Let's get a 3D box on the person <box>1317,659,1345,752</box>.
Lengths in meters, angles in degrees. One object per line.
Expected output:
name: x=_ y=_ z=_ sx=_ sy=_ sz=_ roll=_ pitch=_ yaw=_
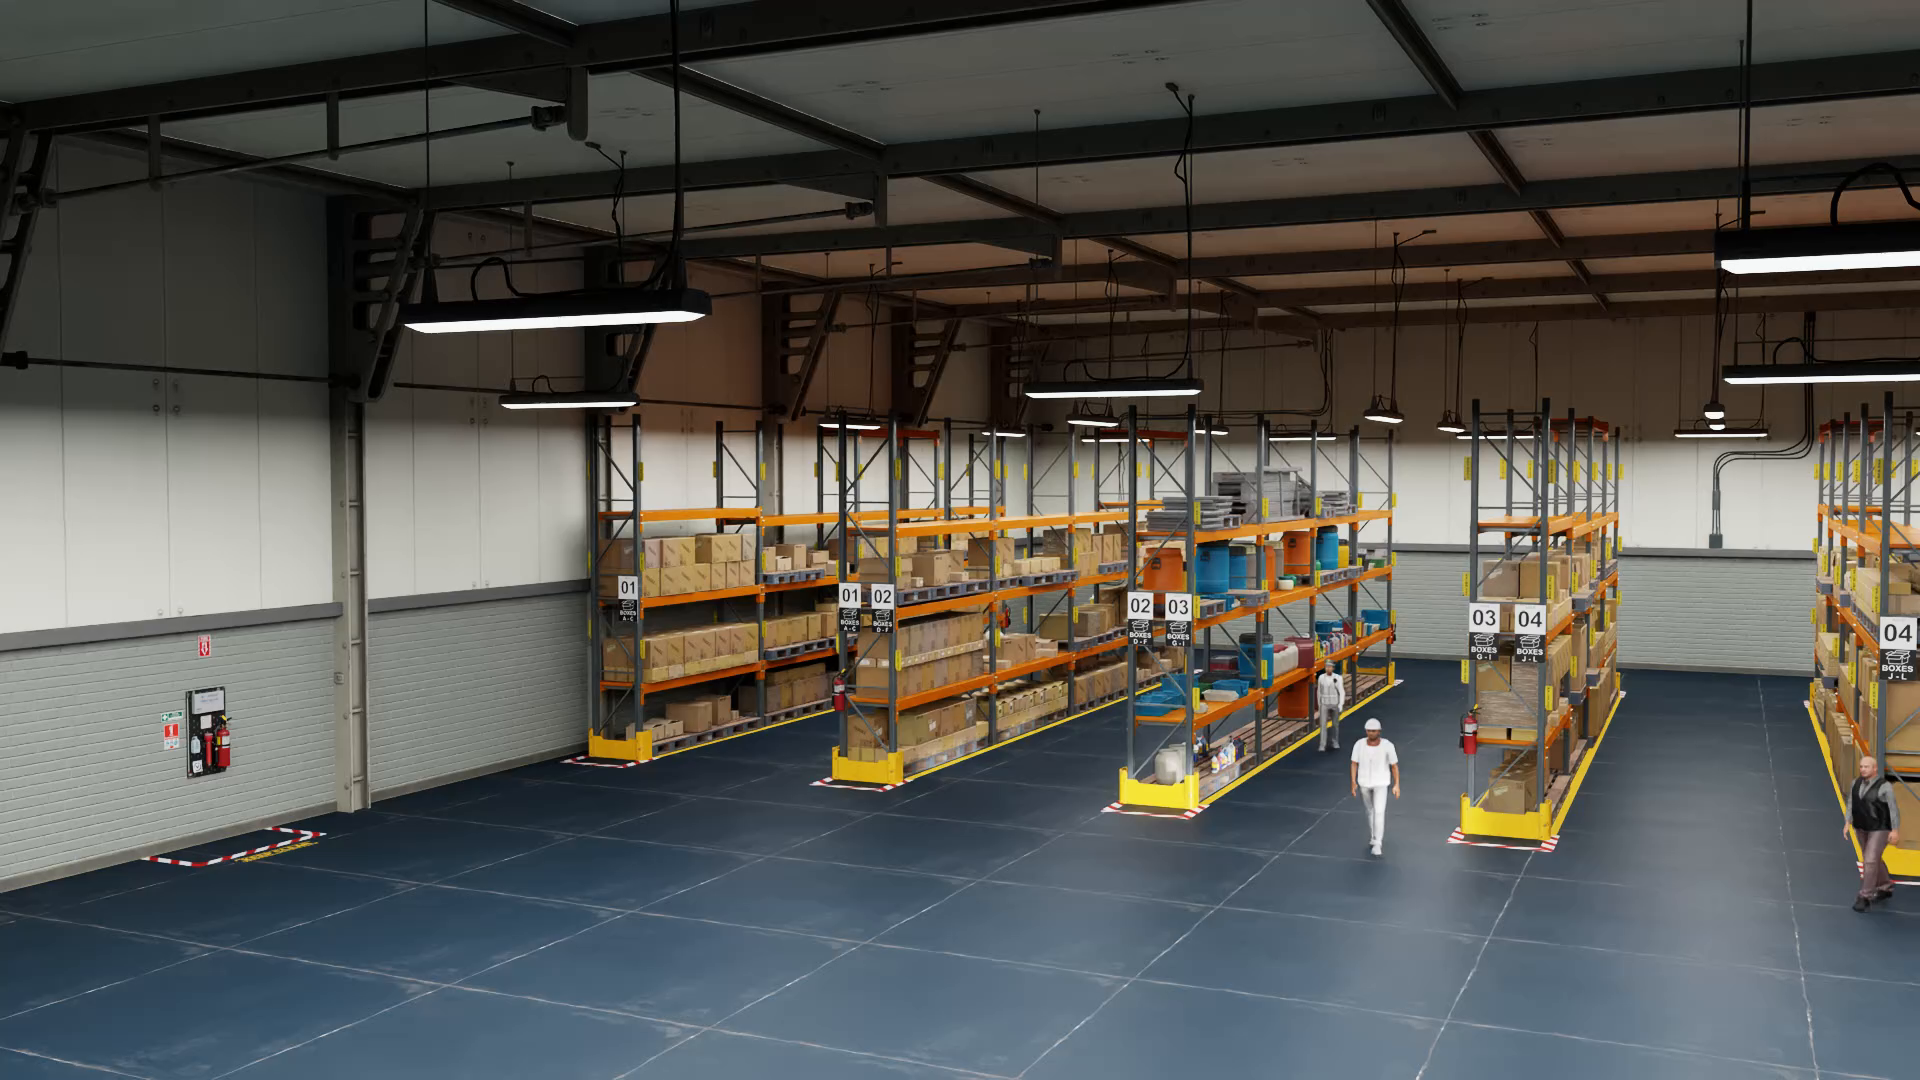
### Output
person: x=6.605 y=2.940 z=29.640 sx=0.512 sy=1.631 sz=0.970 roll=1 pitch=2 yaw=19

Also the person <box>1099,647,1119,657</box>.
person: x=3.956 y=2.315 z=43.621 sx=0.619 sy=1.763 sz=0.577 roll=2 pitch=3 yaw=43

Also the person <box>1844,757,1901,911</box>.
person: x=10.496 y=3.349 z=19.195 sx=0.864 sy=1.699 sz=0.562 roll=-1 pitch=2 yaw=-17

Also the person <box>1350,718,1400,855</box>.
person: x=5.418 y=3.209 z=21.847 sx=0.616 sy=1.716 sz=0.967 roll=1 pitch=3 yaw=32

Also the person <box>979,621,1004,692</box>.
person: x=0.726 y=2.614 z=37.546 sx=0.505 sy=1.646 sz=0.868 roll=2 pitch=3 yaw=33
